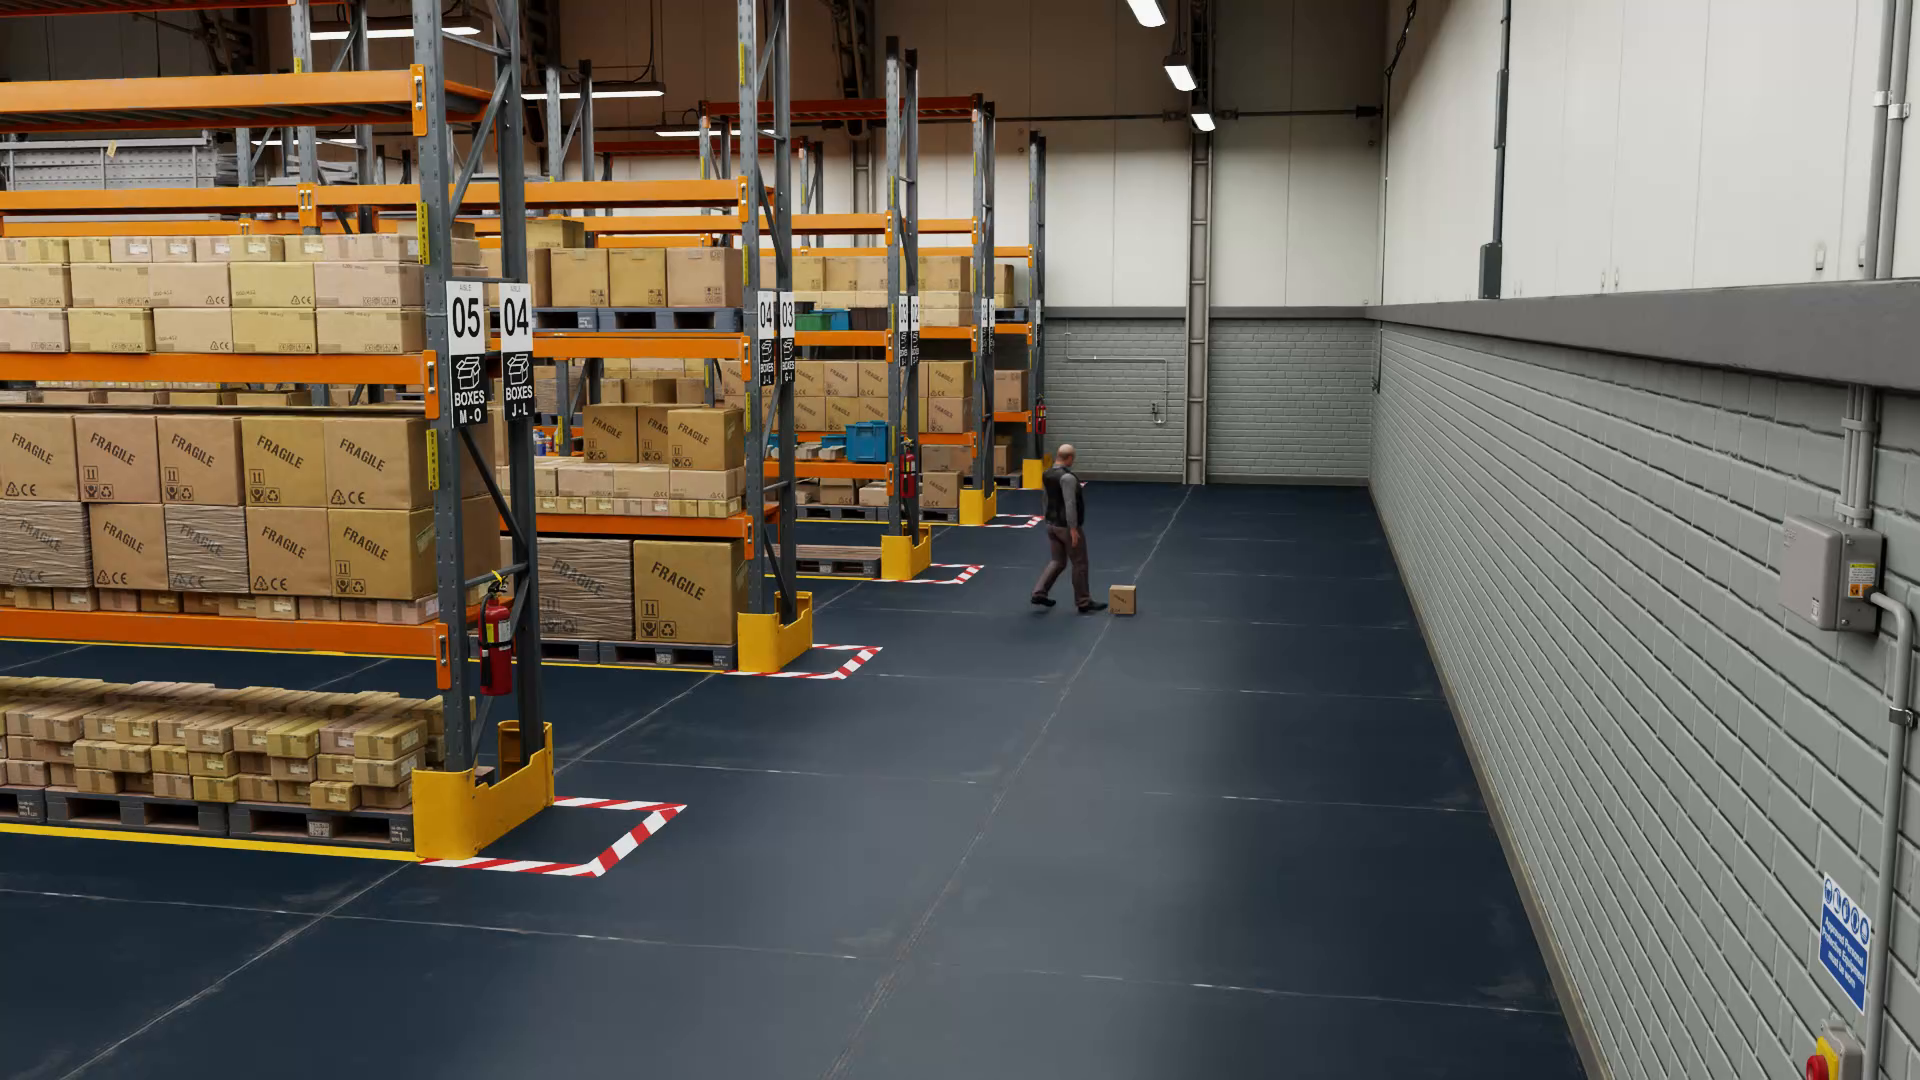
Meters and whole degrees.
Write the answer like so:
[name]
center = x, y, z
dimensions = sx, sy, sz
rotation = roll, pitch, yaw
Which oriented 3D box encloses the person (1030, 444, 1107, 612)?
[person]
center = 1.097, -0.119, 16.768
dimensions = 0.732, 1.697, 0.564
rotation = -4, 9, -24
